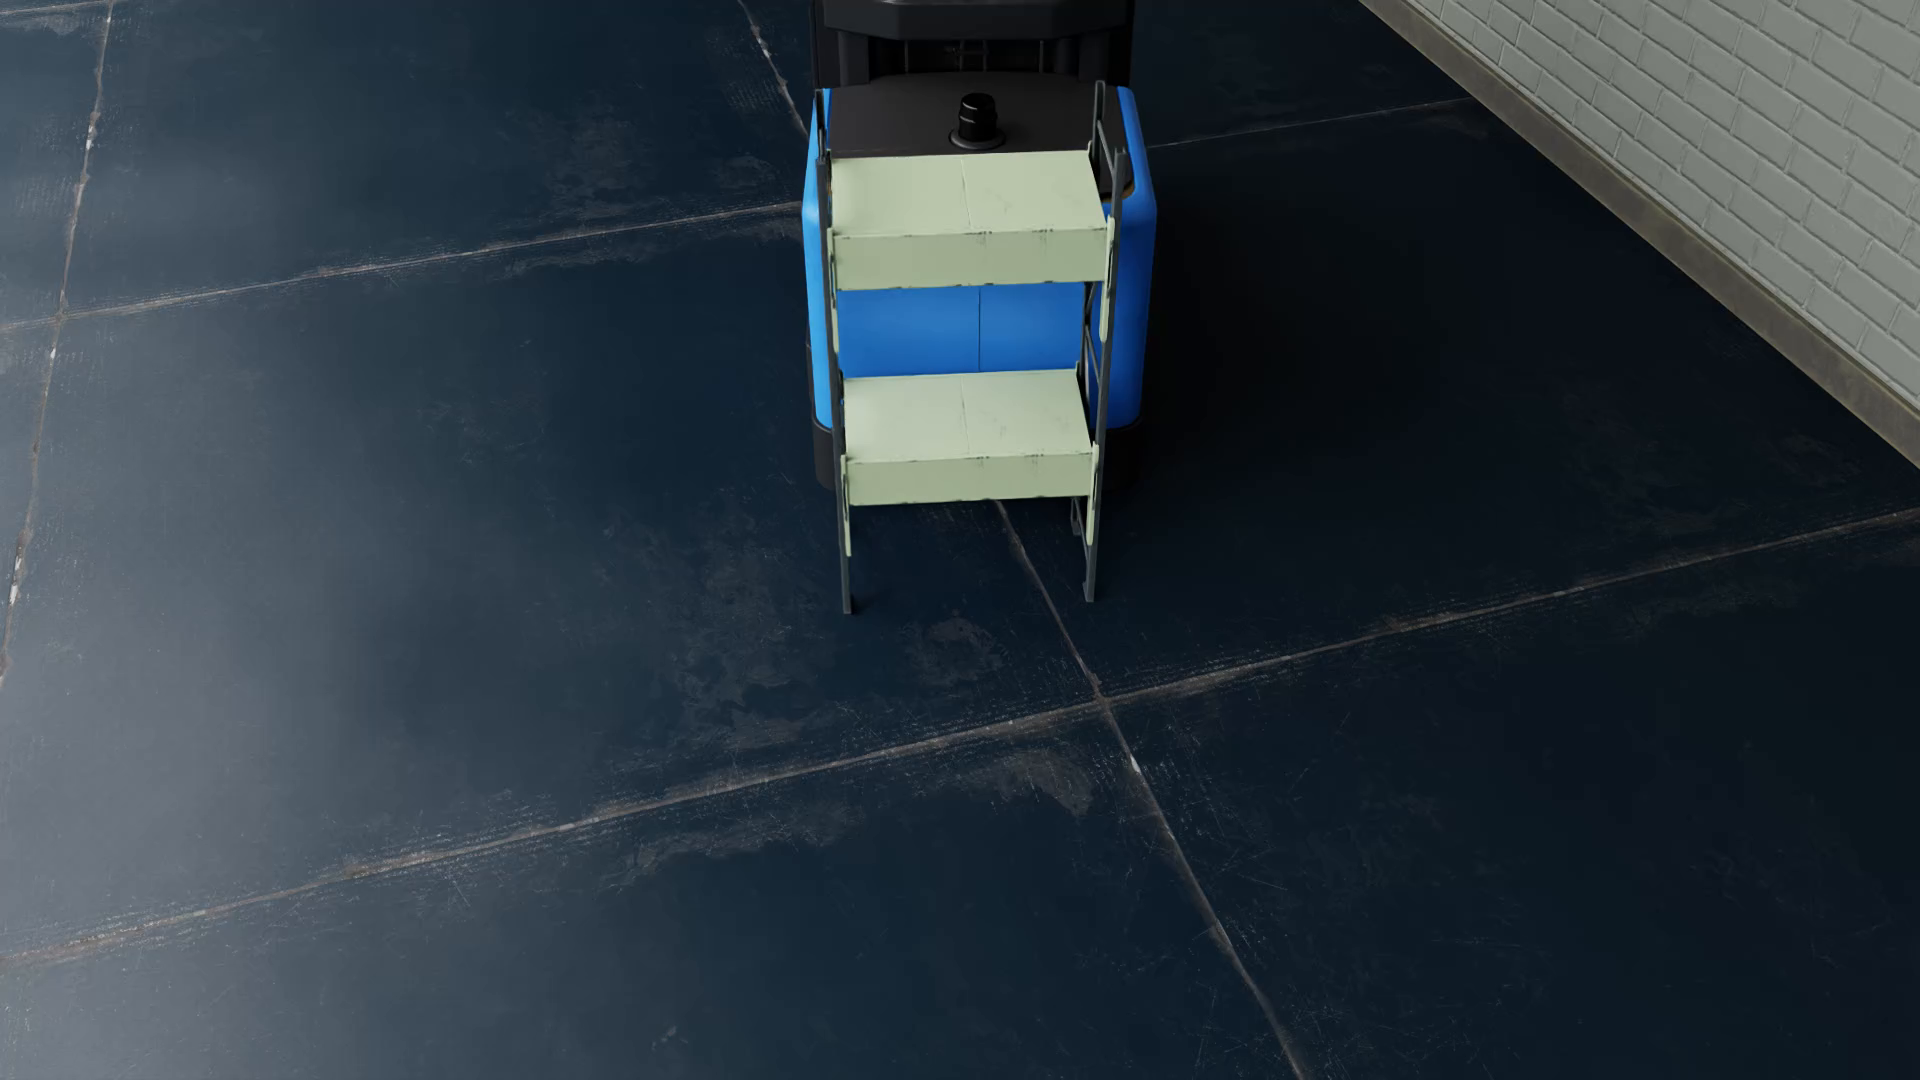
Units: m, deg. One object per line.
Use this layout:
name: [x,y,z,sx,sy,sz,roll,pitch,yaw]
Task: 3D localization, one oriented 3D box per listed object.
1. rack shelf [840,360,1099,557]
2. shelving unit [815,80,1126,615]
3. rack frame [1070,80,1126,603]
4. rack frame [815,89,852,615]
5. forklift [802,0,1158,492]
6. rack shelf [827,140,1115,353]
rack shelf: [0.015,-0.242,4.883,0.720,0.370,0.431,-3,41,-3]
shelving unit: [0.015,-0.488,4.669,0.755,1.500,0.431,-3,41,-3]
rack frame: [0.380,-0.505,4.688,0.023,1.500,0.400,-3,41,-3]
rack frame: [-0.351,-0.471,4.649,0.023,1.500,0.400,-3,41,-3]
forklift: [0.034,-2.199,5.539,1.130,2.935,3.031,-1,41,-1]
rack shelf: [0.015,-0.782,4.412,0.720,0.370,0.431,-3,41,-3]
